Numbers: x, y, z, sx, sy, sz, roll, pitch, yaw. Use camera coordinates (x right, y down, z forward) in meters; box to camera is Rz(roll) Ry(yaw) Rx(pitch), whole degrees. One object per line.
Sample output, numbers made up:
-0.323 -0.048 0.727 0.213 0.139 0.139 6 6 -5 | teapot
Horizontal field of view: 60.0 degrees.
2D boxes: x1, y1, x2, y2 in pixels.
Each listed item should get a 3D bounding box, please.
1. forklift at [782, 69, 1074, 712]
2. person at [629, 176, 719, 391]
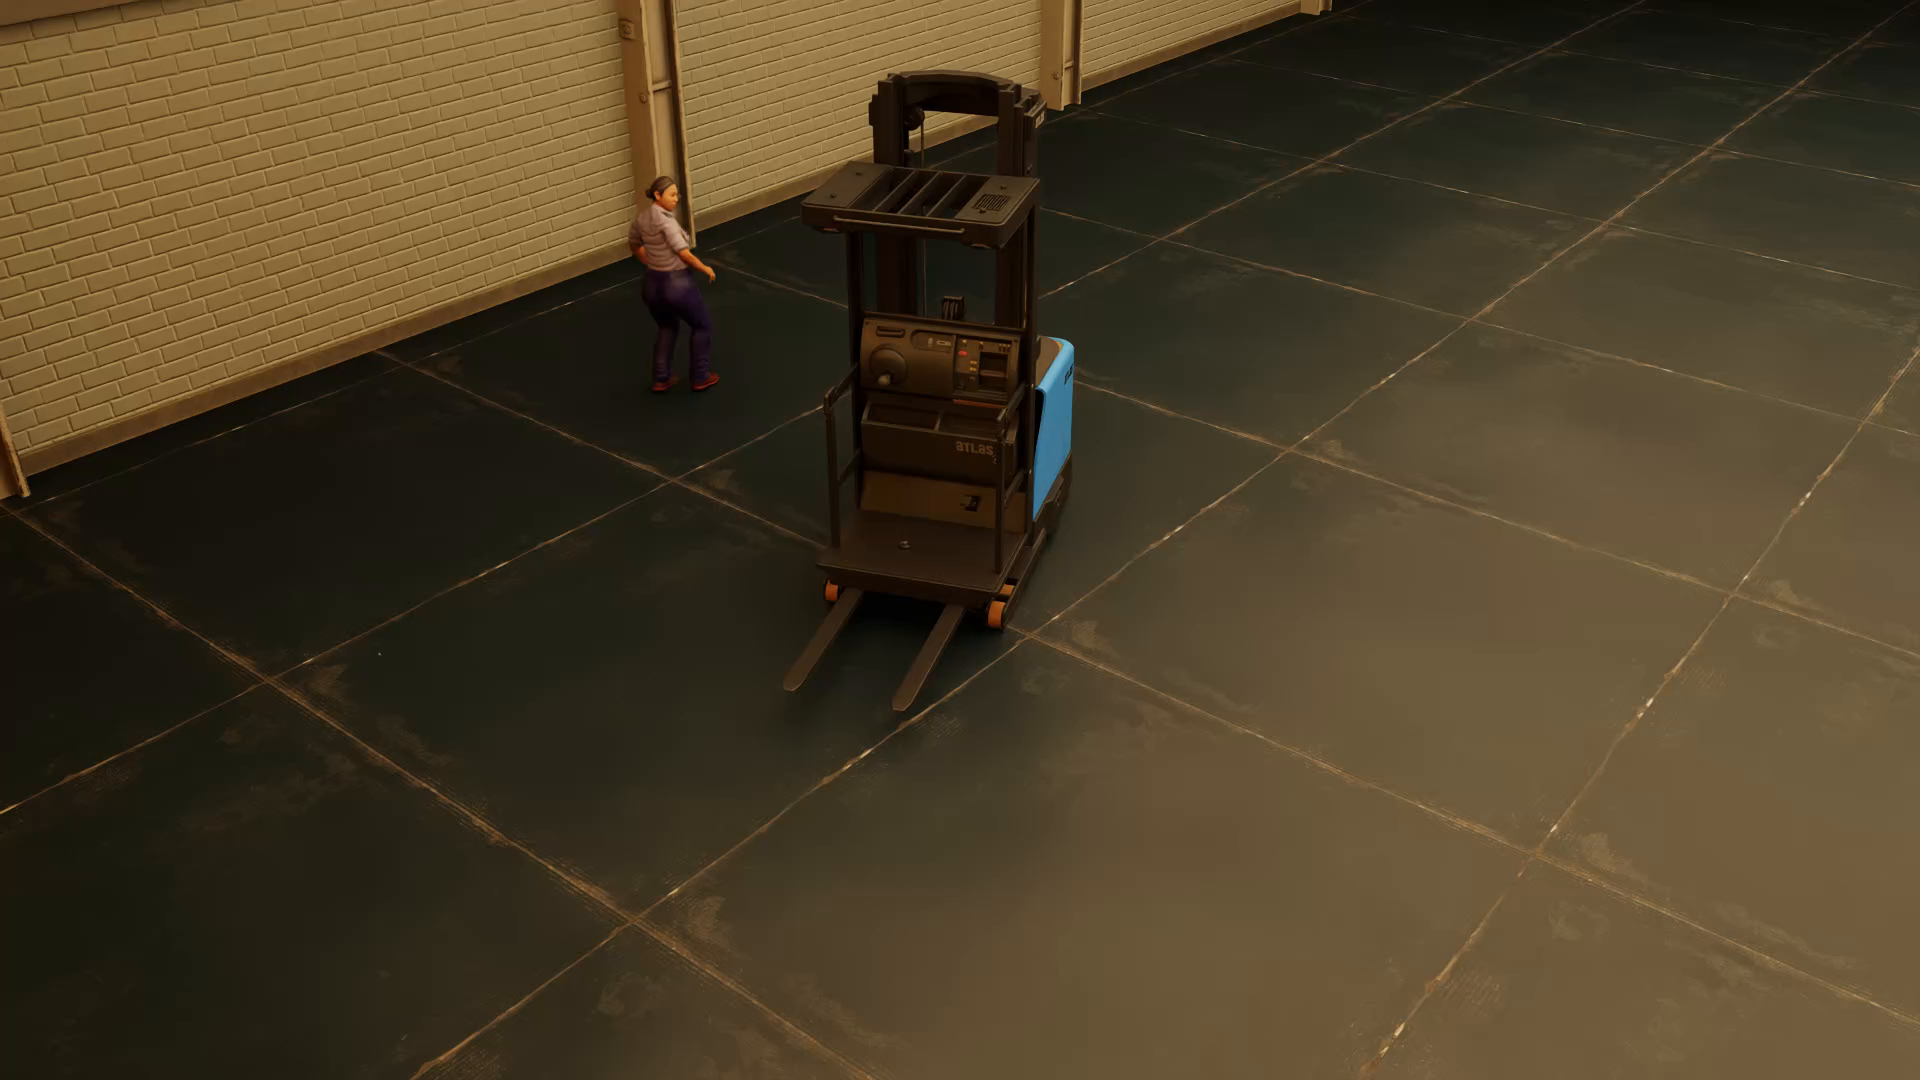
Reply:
-0.176 -0.972 9.258 1.130 2.935 3.031 9 31 14 | forklift
-2.097 -1.854 12.100 0.691 1.610 0.495 19 35 29 | person
